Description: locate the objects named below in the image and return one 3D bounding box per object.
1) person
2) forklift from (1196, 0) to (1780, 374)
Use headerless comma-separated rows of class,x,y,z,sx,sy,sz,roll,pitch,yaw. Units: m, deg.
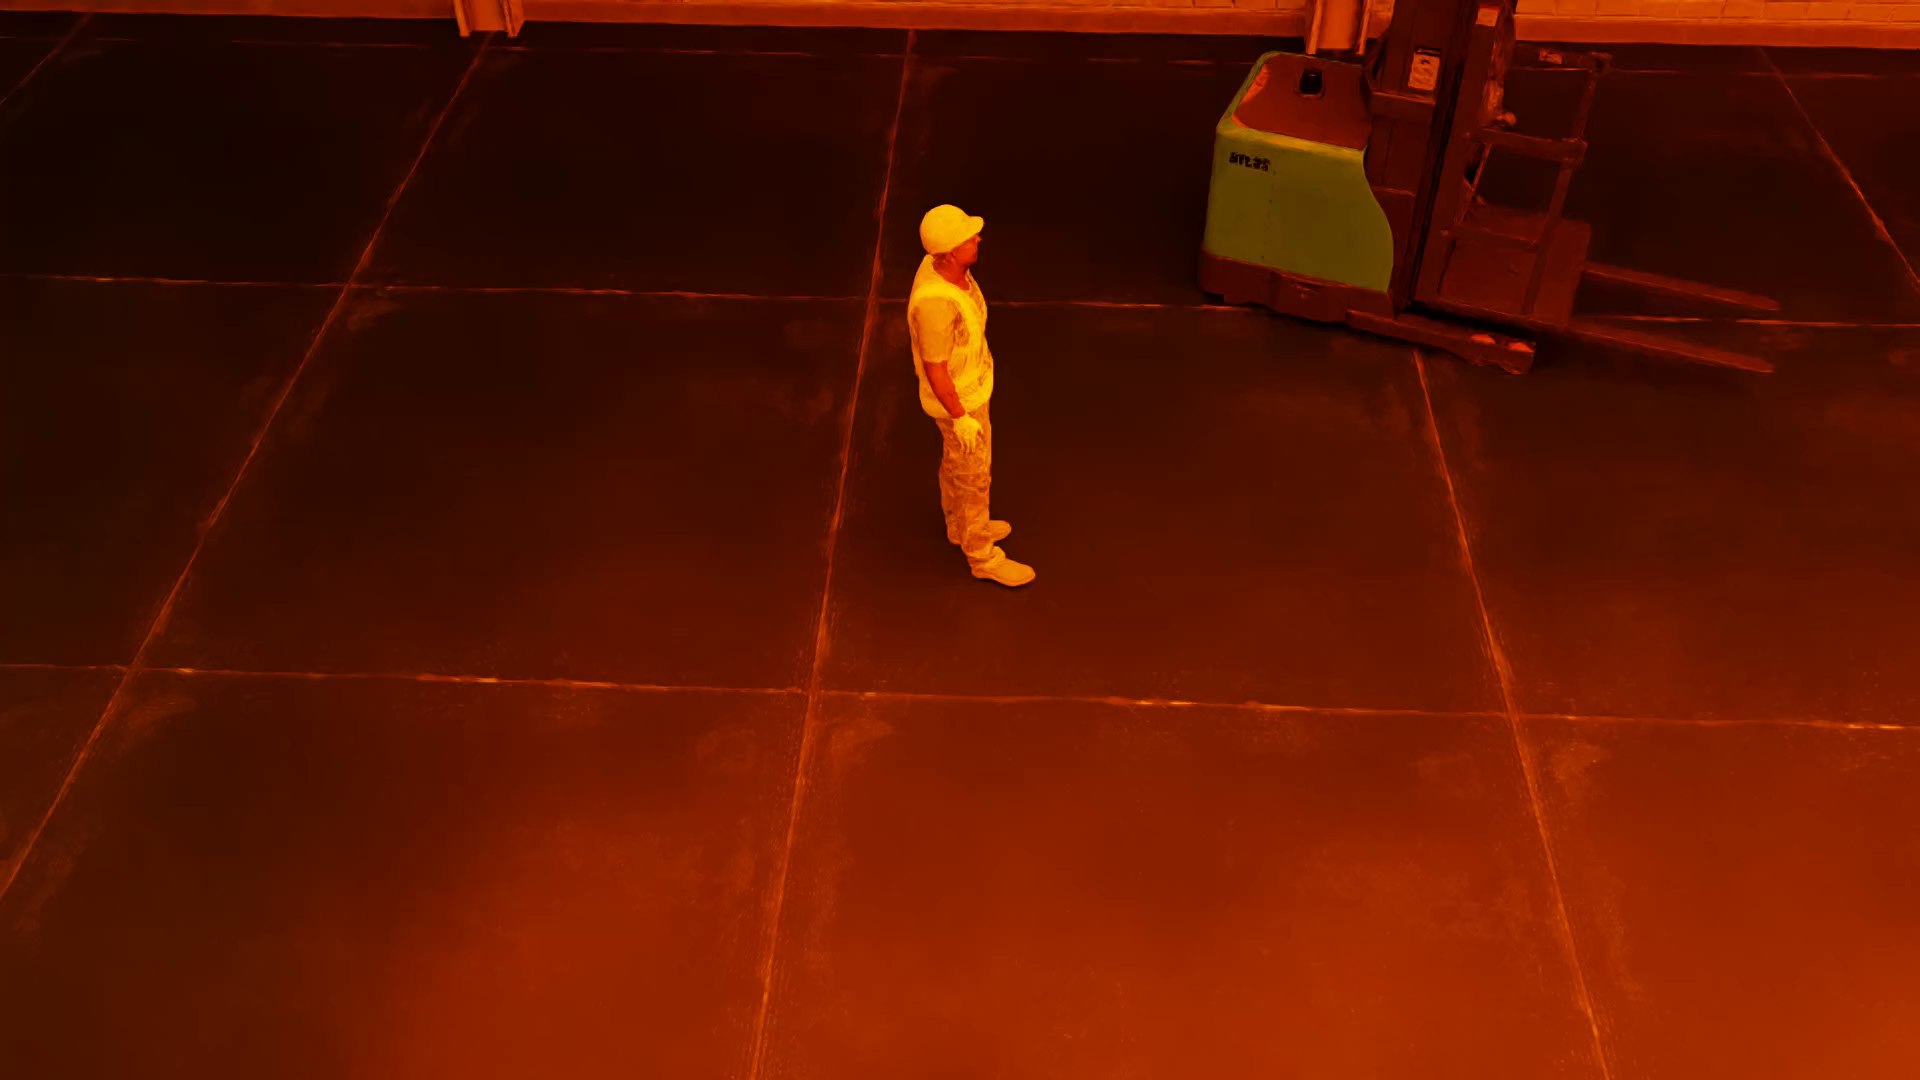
person,0.072,-0.656,7.302,0.576,1.782,0.655,2,42,2
forklift,2.903,-2.380,8.349,3.031,2.935,1.130,16,45,16
